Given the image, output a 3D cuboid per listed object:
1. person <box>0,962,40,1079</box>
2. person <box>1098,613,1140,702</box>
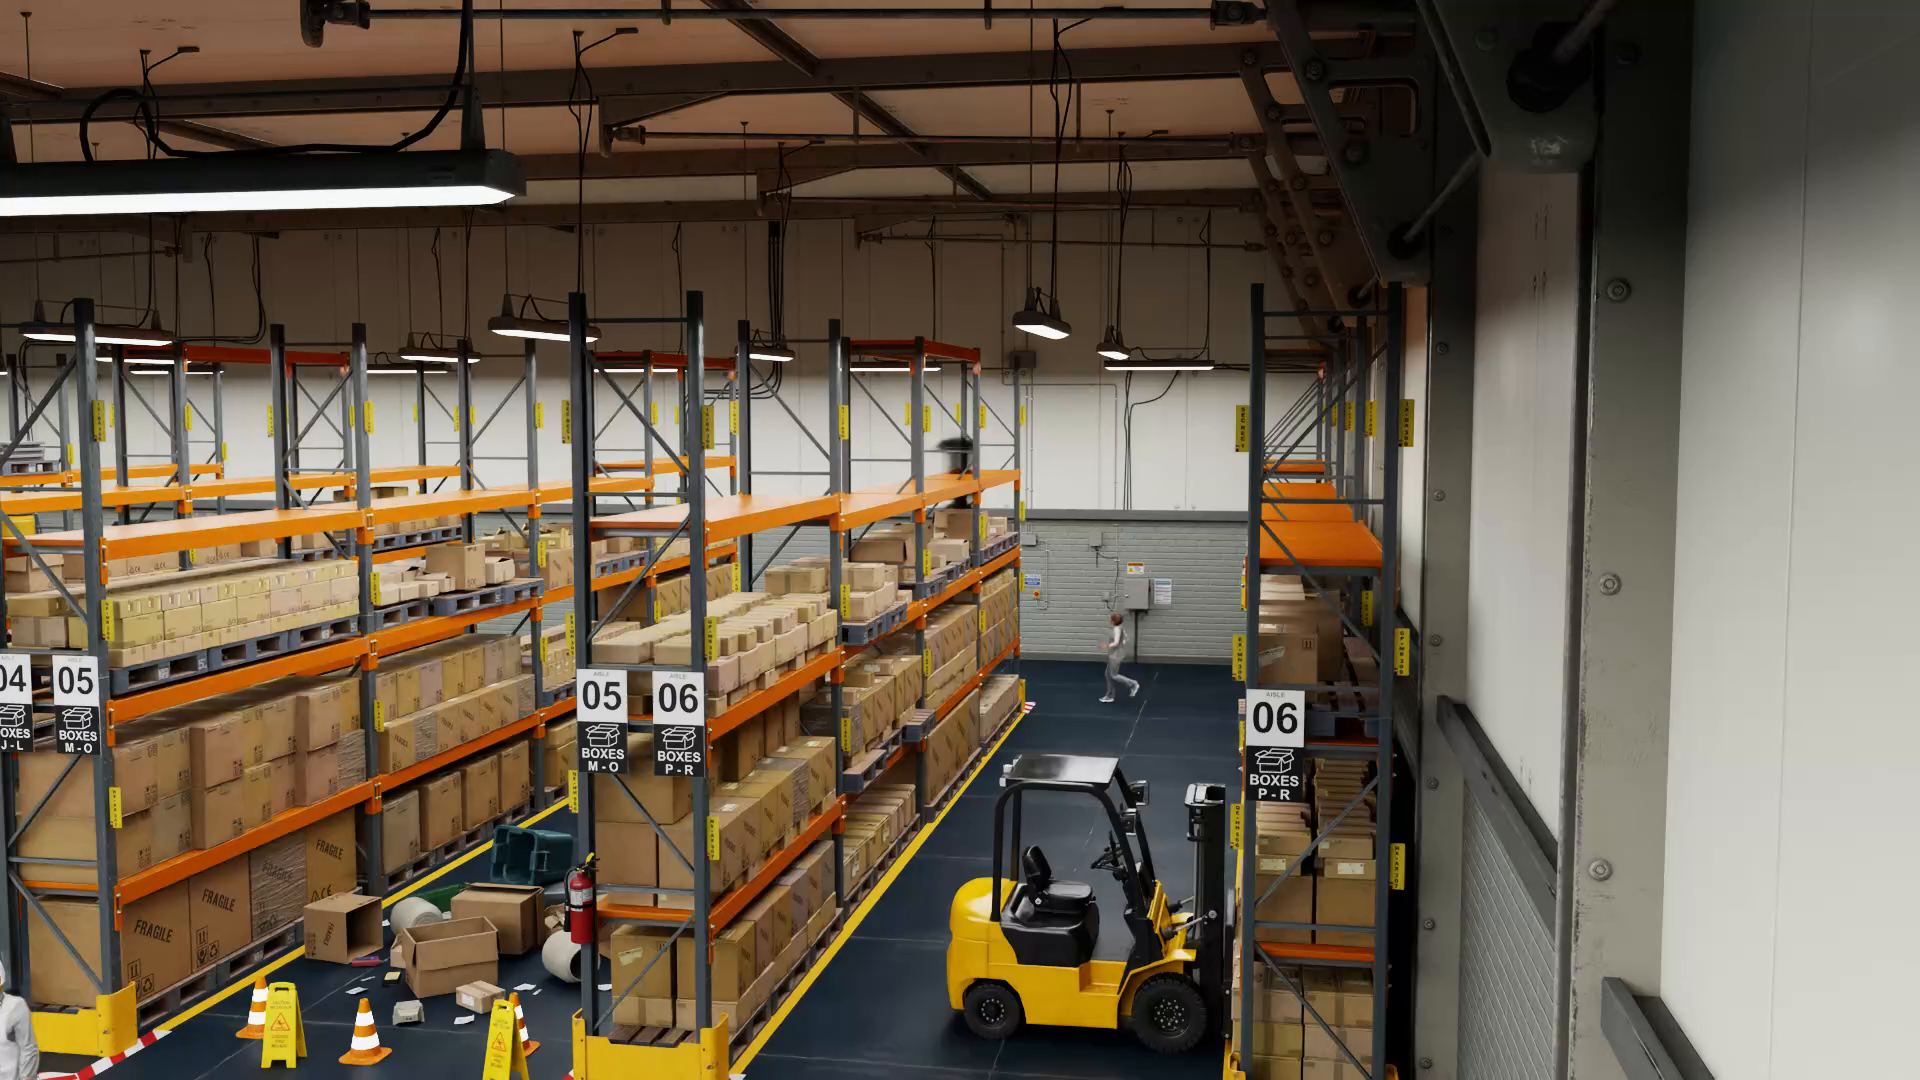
[{"bbox_3d":[-6.200,3.455,10.590,0.692,1.732,0.602,0,5,-5],"label":"person"},{"bbox_3d":[2.778,2.047,28.960,0.724,1.566,0.542,1,5,12],"label":"person"}]
